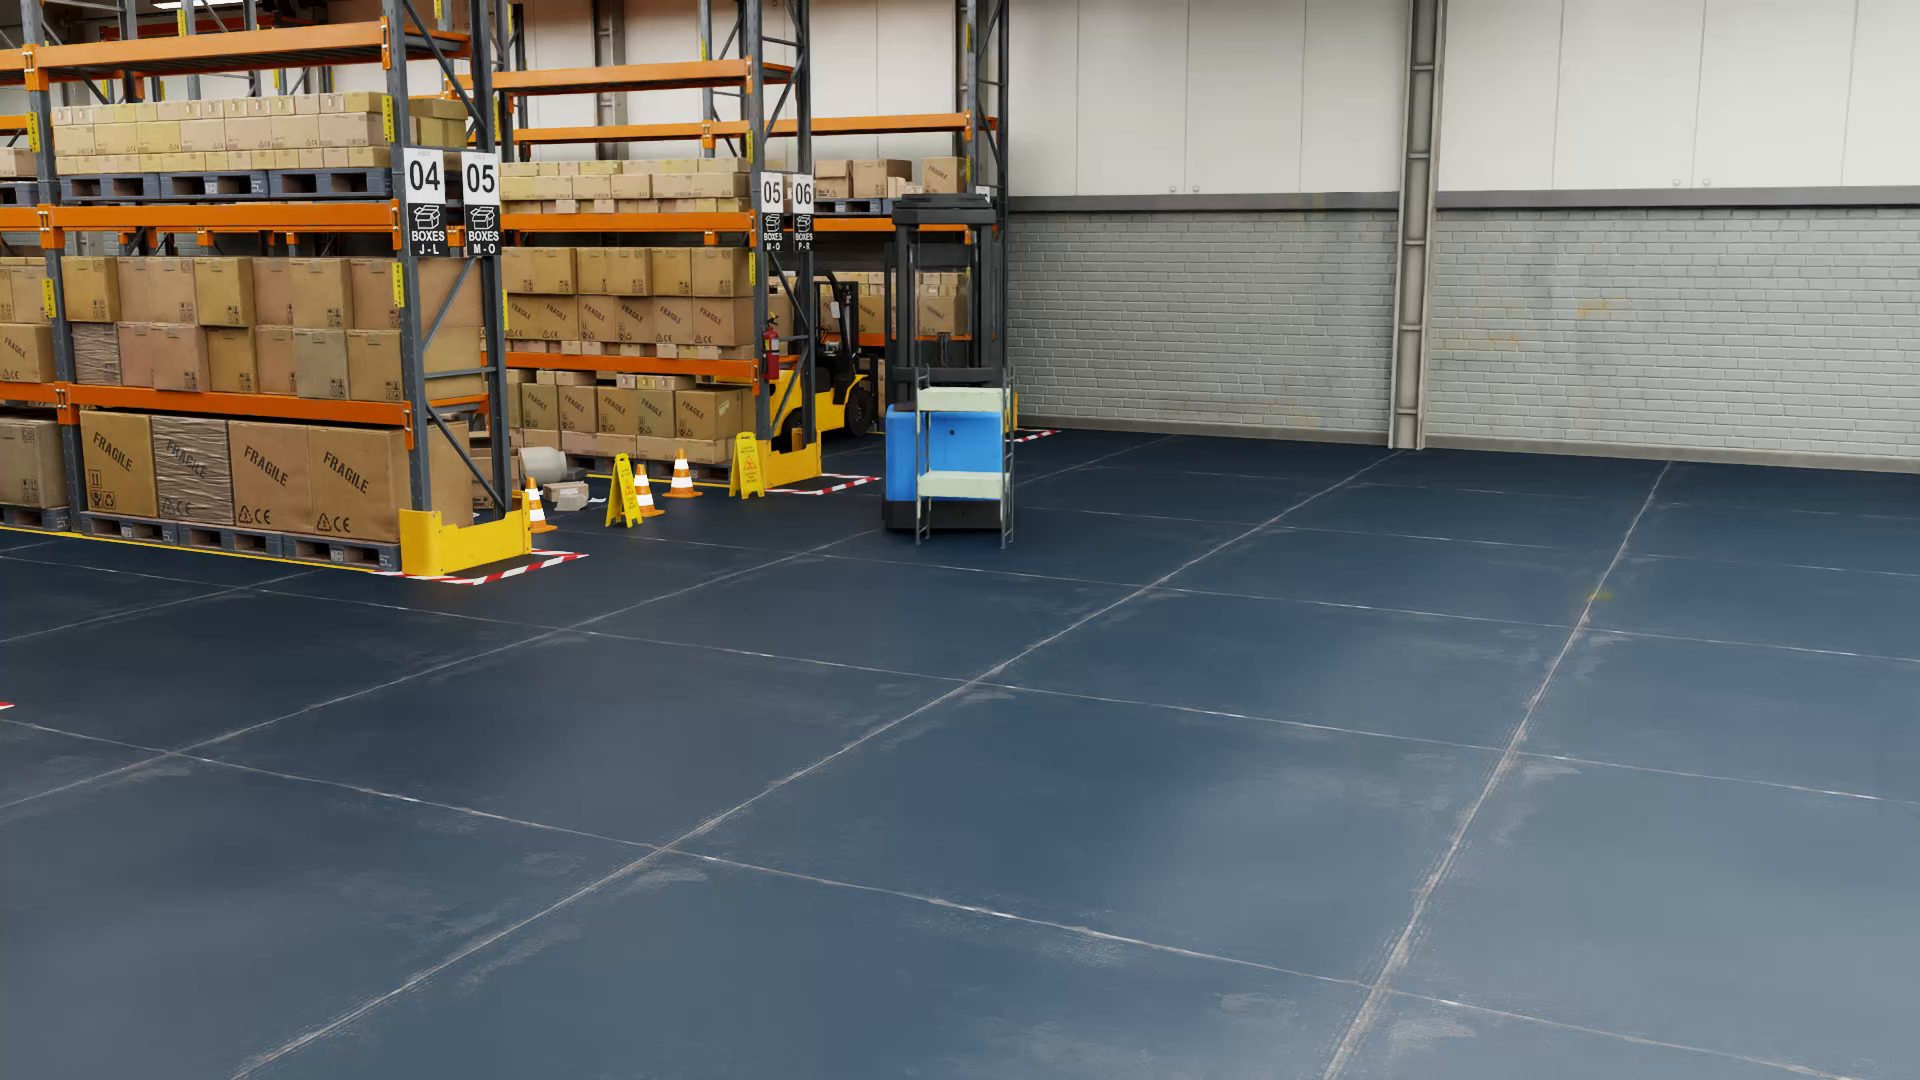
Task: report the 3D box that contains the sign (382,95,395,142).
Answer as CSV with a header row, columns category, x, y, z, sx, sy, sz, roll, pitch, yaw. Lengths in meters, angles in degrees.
category,x,y,z,sx,sy,sz,roll,pitch,yaw
sign,-4.185,-3.087,12.180,0.005,0.325,0.100,5,11,26

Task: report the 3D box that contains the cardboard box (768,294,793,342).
category,x,y,z,sx,sy,sz,roll,pitch,yaw
cardboard box,-2.134,-2.376,17.820,0.500,0.500,0.500,5,11,25

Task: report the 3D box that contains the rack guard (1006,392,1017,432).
category,x,y,z,sx,sy,sz,roll,pitch,yaw
rack guard,0.382,-1.660,21.998,0.348,0.500,1.175,5,11,26

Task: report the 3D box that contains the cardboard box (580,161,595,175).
category,x,y,z,sx,sy,sz,roll,pitch,yaw
cardboard box,-3.851,-3.973,17.801,0.250,0.149,0.380,5,12,27

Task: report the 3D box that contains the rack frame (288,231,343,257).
category,x,y,z,sx,sy,sz,roll,pitch,yaw
rack frame,-10.401,-3.837,27.011,0.127,3.000,1.000,5,11,26

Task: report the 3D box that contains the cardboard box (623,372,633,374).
category,x,y,z,sx,sy,sz,roll,pitch,yaw
cardboard box,-4.392,-2.347,24.264,0.625,0.625,0.875,5,11,25

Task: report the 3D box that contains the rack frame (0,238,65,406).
category,x,y,z,sx,sy,sz,roll,pitch,yaw
rack frame,-12.594,-3.044,22.629,0.127,3.000,1.000,5,11,26

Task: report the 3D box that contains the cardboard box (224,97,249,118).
category,x,y,z,sx,sy,sz,roll,pitch,yaw
cardboard box,-5.524,-3.374,13.031,0.250,0.149,0.380,5,11,25

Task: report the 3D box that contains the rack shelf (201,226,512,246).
category,x,y,z,sx,sy,sz,roll,pitch,yaw
rack shelf,-7.213,-3.694,19.814,4.000,0.370,1.077,5,11,26

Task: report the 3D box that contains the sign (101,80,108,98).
category,x,y,z,sx,sy,sz,roll,pitch,yaw
sign,-14.228,-7.517,27.649,0.005,0.325,0.100,5,11,26

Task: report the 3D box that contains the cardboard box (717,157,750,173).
category,x,y,z,sx,sy,sz,roll,pitch,yaw
cardboard box,-2.266,-3.823,16.975,0.250,0.149,0.380,5,11,26

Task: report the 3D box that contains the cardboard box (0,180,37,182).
category,x,y,z,sx,sy,sz,roll,pitch,yaw
cardboard box,-8.661,-3.376,15.282,0.250,0.149,0.380,5,11,26

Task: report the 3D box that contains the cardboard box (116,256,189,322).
category,x,y,z,sx,sy,sz,roll,pitch,yaw
cardboard box,-6.659,-2.161,14.296,0.550,0.550,0.875,5,11,26

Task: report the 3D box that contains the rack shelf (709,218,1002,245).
category,x,y,z,sx,sy,sz,roll,pitch,yaw
rack shelf,-1.433,-4.171,22.454,4.000,0.370,1.077,5,11,26

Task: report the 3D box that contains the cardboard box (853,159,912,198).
category,x,y,z,sx,sy,sz,roll,pitch,yaw
cardboard box,-1.018,-4.766,21.976,0.500,0.500,0.700,5,11,26

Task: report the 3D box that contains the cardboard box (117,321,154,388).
category,x,y,z,sx,sy,sz,roll,pitch,yaw
cardboard box,-6.680,-1.622,14.351,0.550,0.550,0.875,5,11,26

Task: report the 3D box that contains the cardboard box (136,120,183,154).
category,x,y,z,sx,sy,sz,roll,pitch,yaw
cardboard box,-6.299,-3.257,13.510,0.500,0.250,0.500,5,11,25

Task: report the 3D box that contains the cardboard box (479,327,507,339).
category,x,y,z,sx,sy,sz,roll,pitch,yaw
cardboard box,-5.148,-2.530,18.673,0.500,0.500,0.500,5,11,26

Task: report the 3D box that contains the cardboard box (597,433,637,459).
category,x,y,z,sx,sy,sz,roll,pitch,yaw
cardboard box,-3.609,-1.056,18.182,0.500,0.250,0.500,5,11,24

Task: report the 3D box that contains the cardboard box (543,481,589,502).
category,x,y,z,sx,sy,sz,roll,pitch,yaw
cardboard box,-3.901,-0.477,16.446,0.380,0.149,0.250,-7,12,-33

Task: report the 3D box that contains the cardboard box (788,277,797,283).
category,x,y,z,sx,sy,sz,roll,pitch,yaw
cardboard box,-2.135,-3.572,22.605,0.250,0.149,0.380,5,11,25

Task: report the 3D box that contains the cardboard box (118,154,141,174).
category,x,y,z,sx,sy,sz,roll,pitch,yaw
cardboard box,-6.662,-3.081,13.654,0.250,0.149,0.380,5,11,25

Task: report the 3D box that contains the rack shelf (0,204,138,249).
category,x,y,z,sx,sy,sz,roll,pitch,yaw
rack shelf,-9.313,-2.895,15.401,4.000,0.370,1.077,5,11,26

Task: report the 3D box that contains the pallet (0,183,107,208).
category,x,y,z,sx,sy,sz,roll,pitch,yaw
pallet,-8.363,-3.062,14.839,1.217,0.209,0.805,5,11,24

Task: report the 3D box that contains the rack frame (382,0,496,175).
category,x,y,z,sx,sy,sz,roll,pitch,yaw
rack frame,-3.932,-4.252,12.458,0.127,3.000,1.000,5,11,26

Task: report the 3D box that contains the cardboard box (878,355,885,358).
category,x,y,z,sx,sy,sz,roll,pitch,yaw
cardboard box,-0.880,-2.386,22.722,0.500,0.250,0.500,5,11,25

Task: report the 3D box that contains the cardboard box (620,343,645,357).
category,x,y,z,sx,sy,sz,roll,pitch,yaw
cardboard box,-3.440,-2.060,17.896,0.250,0.149,0.380,5,11,25

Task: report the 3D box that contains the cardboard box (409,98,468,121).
category,x,y,z,sx,sy,sz,roll,pitch,yaw
cardboard box,-4.090,-3.378,13.056,0.250,0.149,0.380,5,11,26

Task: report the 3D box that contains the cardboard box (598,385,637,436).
category,x,y,z,sx,sy,sz,roll,pitch,yaw
cardboard box,-3.585,-1.424,18.114,0.500,0.500,0.500,5,11,24

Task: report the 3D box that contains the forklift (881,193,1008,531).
category,x,y,z,sx,sy,sz,roll,pitch,yaw
forklift,-0.158,-1.741,15.617,1.130,2.935,3.031,0,10,-1

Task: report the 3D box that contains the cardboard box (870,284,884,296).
category,x,y,z,sx,sy,sz,roll,pitch,yaw
cardboard box,-1.000,-3.323,22.068,0.250,0.149,0.380,5,11,24

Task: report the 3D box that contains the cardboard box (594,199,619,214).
category,x,y,z,sx,sy,sz,roll,pitch,yaw
cardboard box,-3.673,-3.549,17.697,0.250,0.149,0.380,5,11,25

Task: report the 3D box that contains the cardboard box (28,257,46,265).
category,x,y,z,sx,sy,sz,roll,pitch,yaw
cardboard box,-11.858,-3.469,21.889,0.500,0.500,0.500,5,11,25

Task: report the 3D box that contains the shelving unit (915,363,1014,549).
category,x,y,z,sx,sy,sz,roll,pitch,yaw
shelving unit,0.041,-0.709,13.937,0.755,1.500,0.431,2,10,12

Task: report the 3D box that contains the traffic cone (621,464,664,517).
category,x,y,z,sx,sy,sz,roll,pitch,yaw
traffic cone,-2.975,-0.474,15.551,0.334,0.463,0.336,5,11,26

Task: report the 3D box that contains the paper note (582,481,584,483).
category,x,y,z,sx,sy,sz,roll,pitch,yaw
paper note,-4.048,-0.607,17.499,0.148,0.019,0.142,1,10,6

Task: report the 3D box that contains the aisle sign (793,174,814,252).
category,x,y,z,sx,sy,sz,roll,pitch,yaw
aisle sign,-1.640,-3.423,17.419,0.004,0.787,0.394,5,11,26

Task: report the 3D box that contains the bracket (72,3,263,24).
category,x,y,z,sx,sy,sz,roll,pitch,yaw
bracket,-13.466,-8.939,28.244,4.783,0.066,0.076,5,11,26

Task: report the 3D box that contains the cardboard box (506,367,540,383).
category,x,y,z,sx,sy,sz,roll,pitch,yaw
cardboard box,-4.924,-1.847,18.626,0.250,0.149,0.380,5,11,27

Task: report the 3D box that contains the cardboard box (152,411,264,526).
category,x,y,z,sx,sy,sz,roll,pitch,yaw
cardboard box,-6.176,-0.645,14.161,0.875,0.875,0.875,5,11,26

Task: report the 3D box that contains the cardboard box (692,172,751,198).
category,x,y,z,sx,sy,sz,roll,pitch,yaw
cardboard box,-2.411,-3.645,17.109,0.500,0.250,0.500,5,11,25

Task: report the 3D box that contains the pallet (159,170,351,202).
category,x,y,z,sx,sy,sz,roll,pitch,yaw
pallet,-5.700,-2.885,13.577,1.213,0.211,1.003,5,11,26

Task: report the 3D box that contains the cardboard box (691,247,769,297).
category,x,y,z,sx,sy,sz,roll,pitch,yaw
cardboard box,-2.387,-2.792,17.310,0.500,0.500,0.700,5,11,24

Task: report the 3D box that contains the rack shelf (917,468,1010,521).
category,x,y,z,sx,sy,sz,roll,pitch,yaw
rack shelf,0.041,-0.388,13.995,0.720,0.370,0.431,2,10,12

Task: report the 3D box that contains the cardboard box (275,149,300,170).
category,x,y,z,sx,sy,sz,roll,pitch,yaw
cardboard box,-5.063,-2.941,12.879,0.250,0.149,0.380,5,11,26

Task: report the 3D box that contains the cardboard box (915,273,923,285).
category,x,y,z,sx,sy,sz,roll,pitch,yaw
cardboard box,-0.535,-3.432,21.833,0.250,0.149,0.380,5,12,27

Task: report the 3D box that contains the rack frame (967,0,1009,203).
category,x,y,z,sx,sy,sz,roll,pitch,yaw
rack frame,0.361,-5.844,21.252,0.127,3.000,1.000,5,11,26

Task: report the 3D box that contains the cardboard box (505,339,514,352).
category,x,y,z,sx,sy,sz,roll,pitch,yaw
cardboard box,-5.029,-2.203,18.684,0.250,0.149,0.380,5,12,27

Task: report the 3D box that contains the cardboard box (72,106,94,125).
category,x,y,z,sx,sy,sz,roll,pitch,yaw
cardboard box,-7.114,-3.513,13.803,0.250,0.149,0.380,5,11,25

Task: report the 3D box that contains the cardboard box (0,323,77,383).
category,x,y,z,sx,sy,sz,roll,pitch,yaw
cardboard box,-8.105,-1.663,14.716,0.500,0.500,0.500,5,11,25

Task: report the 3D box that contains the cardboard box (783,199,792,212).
category,x,y,z,sx,sy,sz,roll,pitch,yaw
cardboard box,-1.986,-3.529,17.590,0.250,0.149,0.380,5,11,26

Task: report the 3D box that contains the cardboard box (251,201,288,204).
category,x,y,z,sx,sy,sz,roll,pitch,yaw
cardboard box,-8.161,-4.178,20.190,0.500,0.500,0.700,5,11,26
